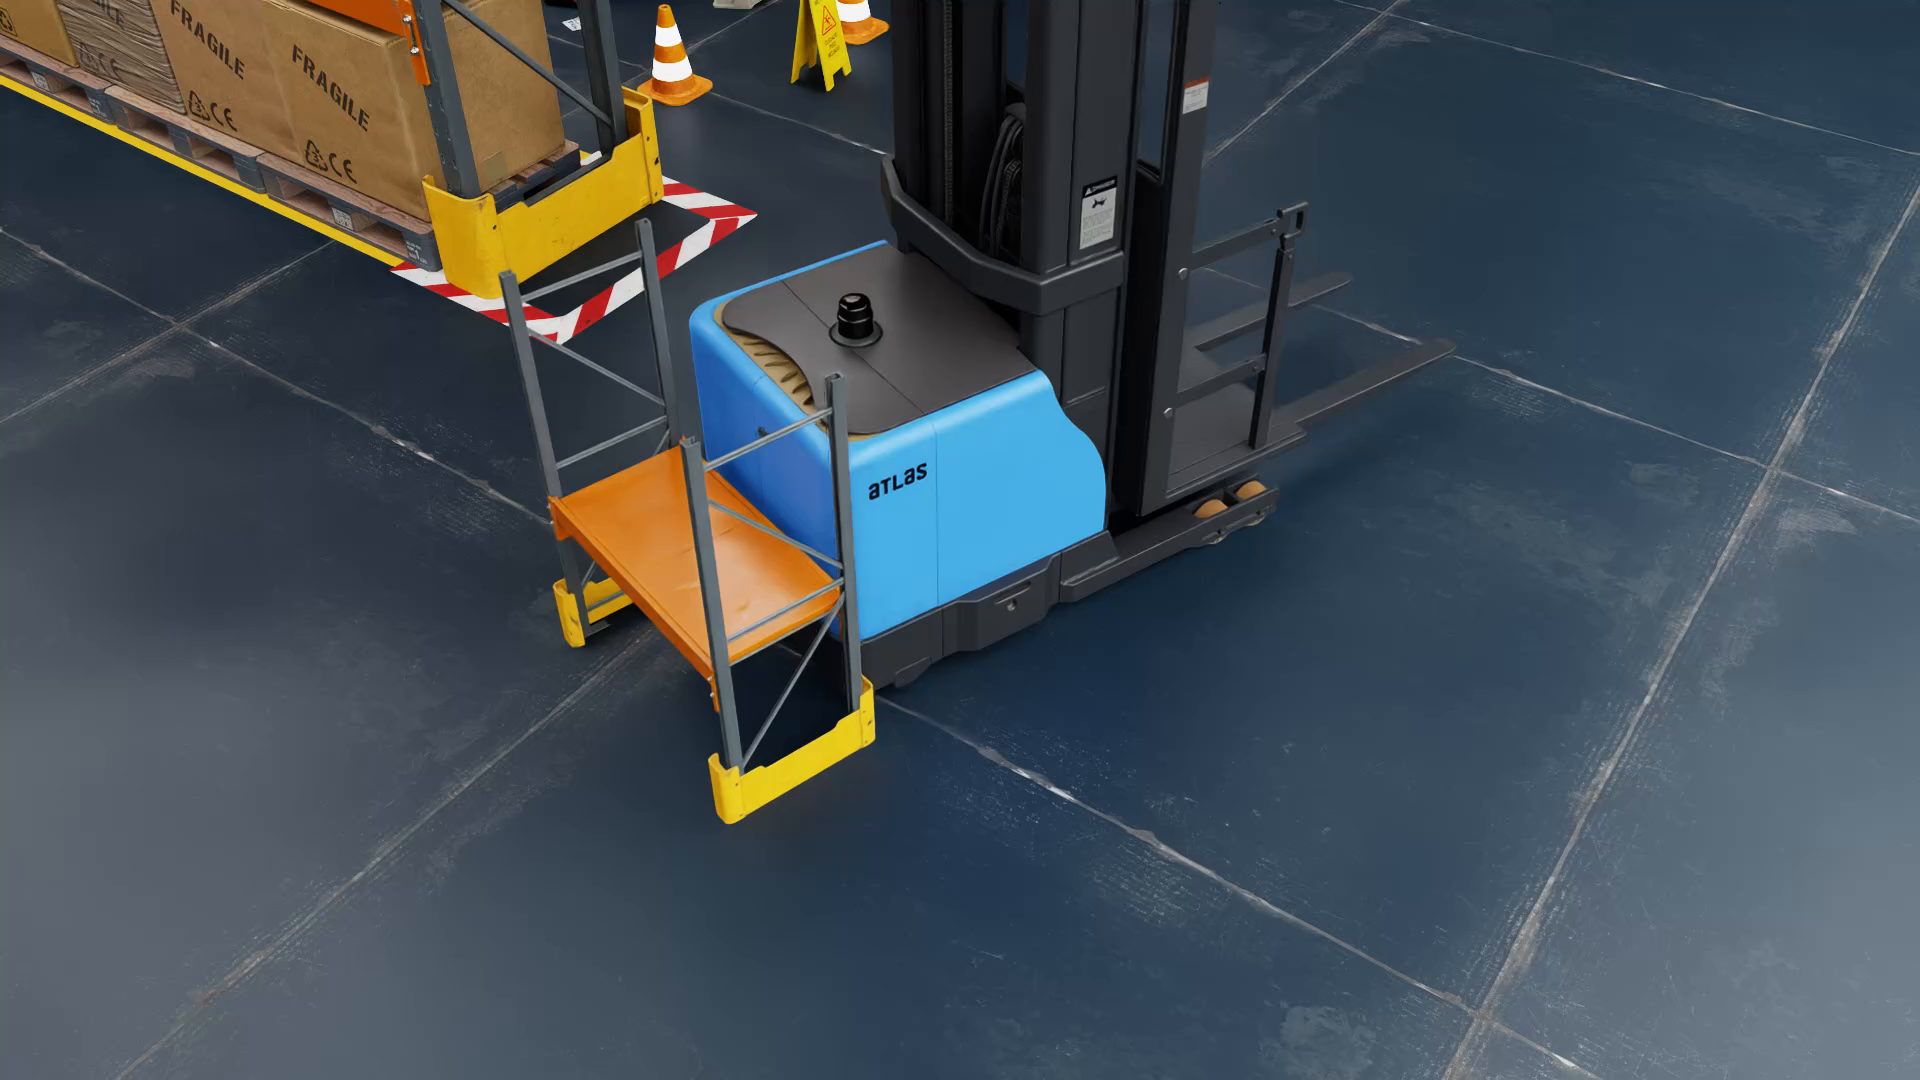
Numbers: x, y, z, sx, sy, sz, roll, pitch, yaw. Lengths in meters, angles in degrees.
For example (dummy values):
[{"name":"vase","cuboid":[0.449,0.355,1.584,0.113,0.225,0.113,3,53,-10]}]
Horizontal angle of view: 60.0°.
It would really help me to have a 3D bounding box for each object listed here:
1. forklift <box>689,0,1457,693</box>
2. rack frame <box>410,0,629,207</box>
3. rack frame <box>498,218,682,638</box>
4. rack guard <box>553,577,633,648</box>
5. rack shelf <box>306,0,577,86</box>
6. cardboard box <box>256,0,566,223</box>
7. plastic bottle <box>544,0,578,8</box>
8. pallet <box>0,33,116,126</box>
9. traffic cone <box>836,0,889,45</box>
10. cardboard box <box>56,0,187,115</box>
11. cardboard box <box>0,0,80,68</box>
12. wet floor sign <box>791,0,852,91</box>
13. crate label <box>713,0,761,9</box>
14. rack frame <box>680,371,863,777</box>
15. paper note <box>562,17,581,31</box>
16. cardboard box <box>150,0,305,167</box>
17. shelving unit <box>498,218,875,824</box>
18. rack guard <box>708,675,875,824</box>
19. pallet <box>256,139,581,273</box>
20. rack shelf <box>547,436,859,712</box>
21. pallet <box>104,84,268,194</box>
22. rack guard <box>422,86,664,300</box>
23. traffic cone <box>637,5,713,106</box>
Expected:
[{"name":"forklift","cuboid":[0.594,-1.346,5.557,3.031,2.935,1.130,-24,47,-24]},{"name":"rack frame","cuboid":[-1.917,-2.573,6.875,0.127,3.000,1.000,25,48,25]},{"name":"rack frame","cuboid":[-1.149,-0.319,5.481,0.500,1.500,0.032,-28,49,-28]},{"name":"rack guard","cuboid":[-1.148,0.147,5.898,0.587,0.250,0.087,-28,49,-28]},{"name":"rack shelf","cuboid":[-3.555,-3.070,7.971,4.000,0.370,1.077,25,48,25]},{"name":"cardboard box","cuboid":[-2.510,-2.161,7.694,0.875,0.875,0.875,25,48,26]},{"name":"plastic bottle","cuboid":[-2.350,-3.196,9.776,0.283,0.061,0.133,10,43,11]},{"name":"pallet","cuboid":[-4.614,-2.731,9.144,1.213,0.211,1.003,25,48,25]},{"name":"traffic cone","cuboid":[-0.609,-3.092,9.359,0.334,0.463,0.336,25,48,25]},{"name":"cardboard box","cuboid":[-3.977,-2.847,8.460,0.875,0.875,0.875,25,48,26]},{"name":"cardboard box","cuboid":[-4.717,-3.190,8.844,0.875,0.875,0.875,26,48,26]},{"name":"wet floor sign","cuboid":[-0.757,-2.765,8.856,0.232,0.644,0.267,17,45,18]},{"name":"crate label","cuboid":[-1.289,-3.238,9.766,0.298,0.136,0.250,3,42,4]},{"name":"rack frame","cuboid":[-0.516,0.211,4.888,0.500,1.500,0.032,-28,49,-28]},{"name":"paper note","cuboid":[-2.192,-2.977,9.555,0.144,0.017,0.142,-25,48,-25]},{"name":"cardboard box","cuboid":[-3.232,-2.497,8.069,0.875,0.875,0.875,24,47,25]},{"name":"shelving unit","cuboid":[-0.838,-0.059,5.190,0.587,1.500,1.083,-28,49,-28]},{"name":"rack guard","cuboid":[-0.528,0.666,5.317,0.587,0.250,0.087,-28,49,-28]},{"name":"pallet","cuboid":[-2.617,-1.797,8.100,1.213,0.211,1.003,25,48,25]},{"name":"rack shelf","cuboid":[-0.833,0.080,5.305,0.538,0.185,1.000,-28,49,-28]},{"name":"pallet","cuboid":[-3.611,-2.264,8.622,1.213,0.211,1.003,25,48,25]},{"name":"rack guard","cuboid":[-1.897,-1.632,7.699,0.348,0.500,1.175,25,48,25]},{"name":"traffic cone","cuboid":[-1.537,-2.606,8.815,0.334,0.463,0.336,25,48,25]}]
